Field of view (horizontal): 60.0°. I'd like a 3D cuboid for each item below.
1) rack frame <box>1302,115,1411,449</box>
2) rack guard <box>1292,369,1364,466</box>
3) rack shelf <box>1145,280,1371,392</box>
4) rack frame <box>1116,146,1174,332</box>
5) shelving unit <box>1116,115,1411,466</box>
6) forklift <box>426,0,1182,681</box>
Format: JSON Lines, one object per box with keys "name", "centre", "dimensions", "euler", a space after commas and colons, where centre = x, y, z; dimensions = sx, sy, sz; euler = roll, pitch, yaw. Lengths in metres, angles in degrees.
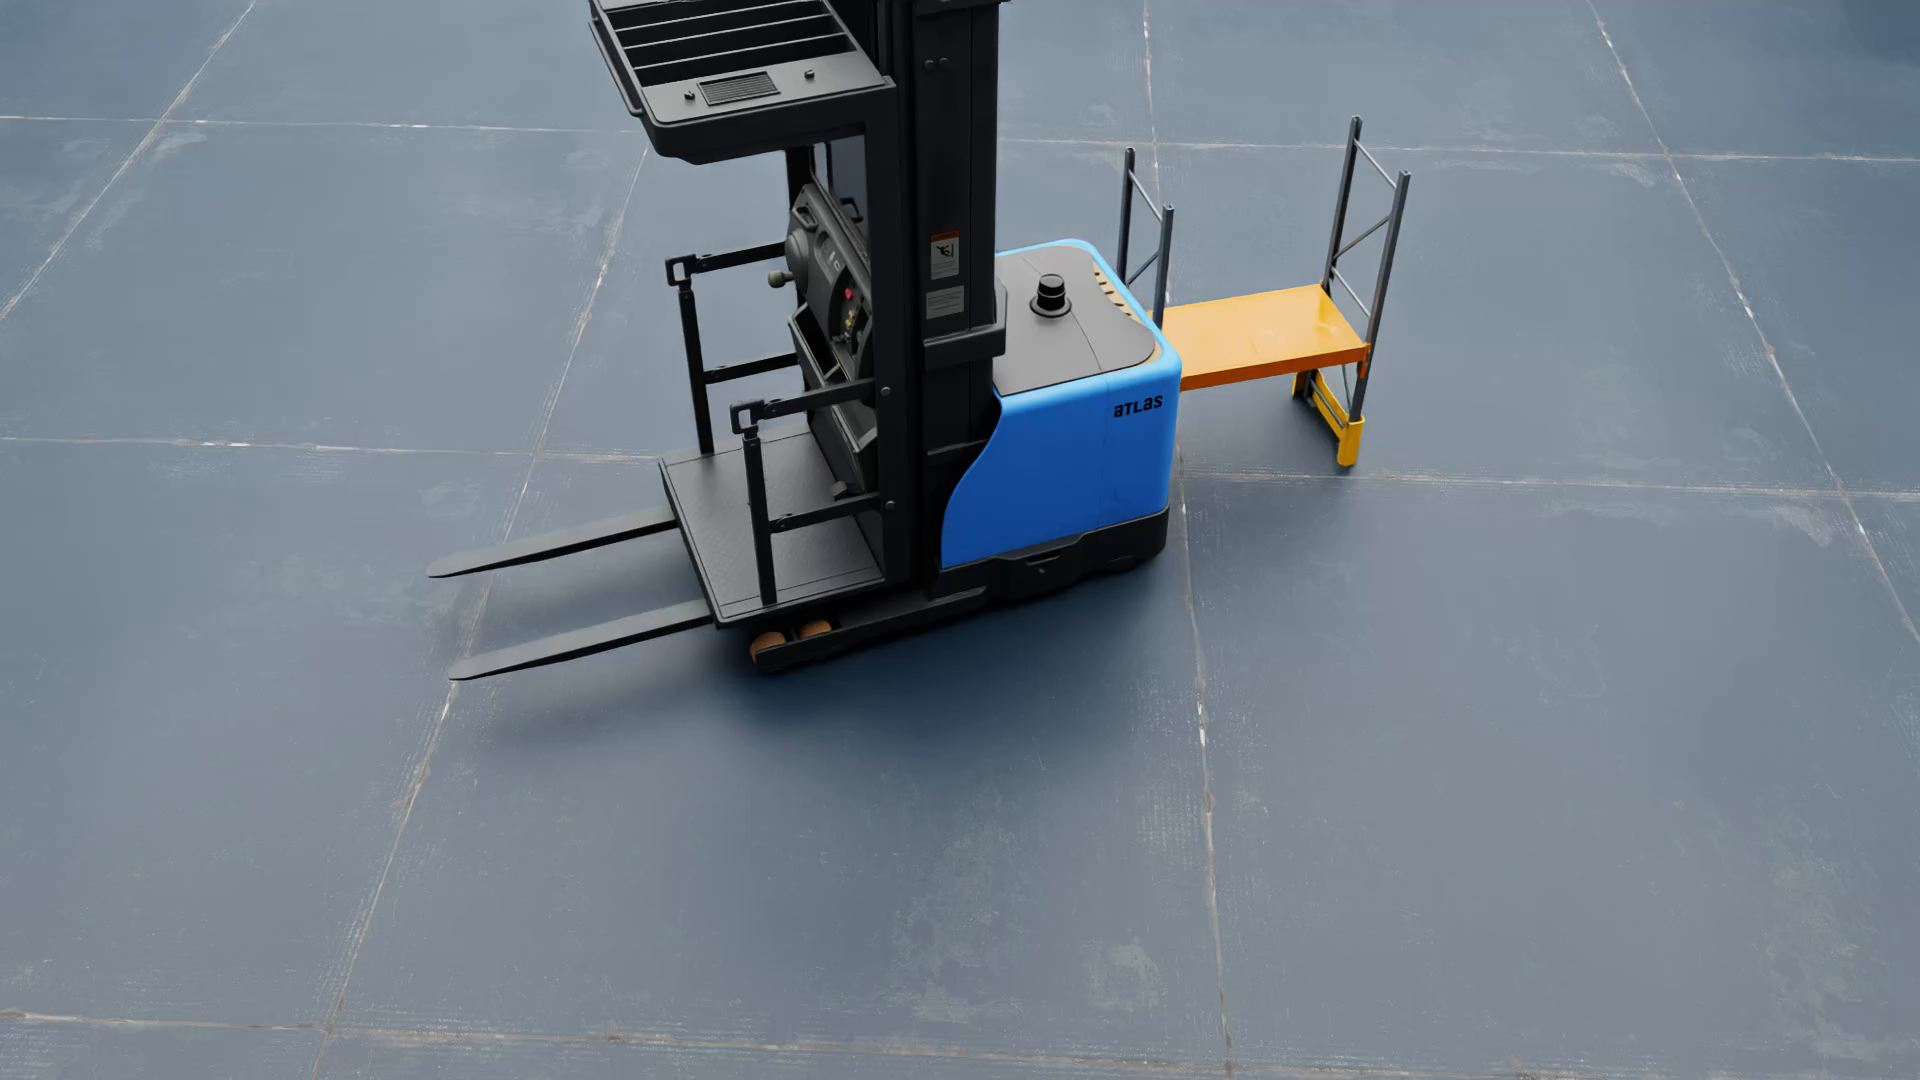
{"name": "rack frame", "centre": [1.746, -1.093, 7.408], "dimensions": [0.032, 1.500, 0.500], "euler": [-10, 44, -11]}
{"name": "rack guard", "centre": [1.727, -0.632, 7.830], "dimensions": [0.087, 0.250, 0.587], "euler": [-10, 44, -11]}
{"name": "rack shelf", "centre": [1.254, -0.872, 7.435], "dimensions": [1.000, 0.185, 0.538], "euler": [-10, 44, -11]}
{"name": "rack frame", "centre": [0.763, -0.914, 7.217], "dimensions": [0.032, 1.500, 0.500], "euler": [-10, 44, -11]}
{"name": "shelving unit", "centre": [1.246, -1.002, 7.311], "dimensions": [1.083, 1.500, 0.587], "euler": [-10, 44, -11]}
{"name": "forklift", "centre": [-0.677, -0.945, 6.200], "dimensions": [3.031, 2.935, 1.130], "euler": [-14, 45, -15]}
